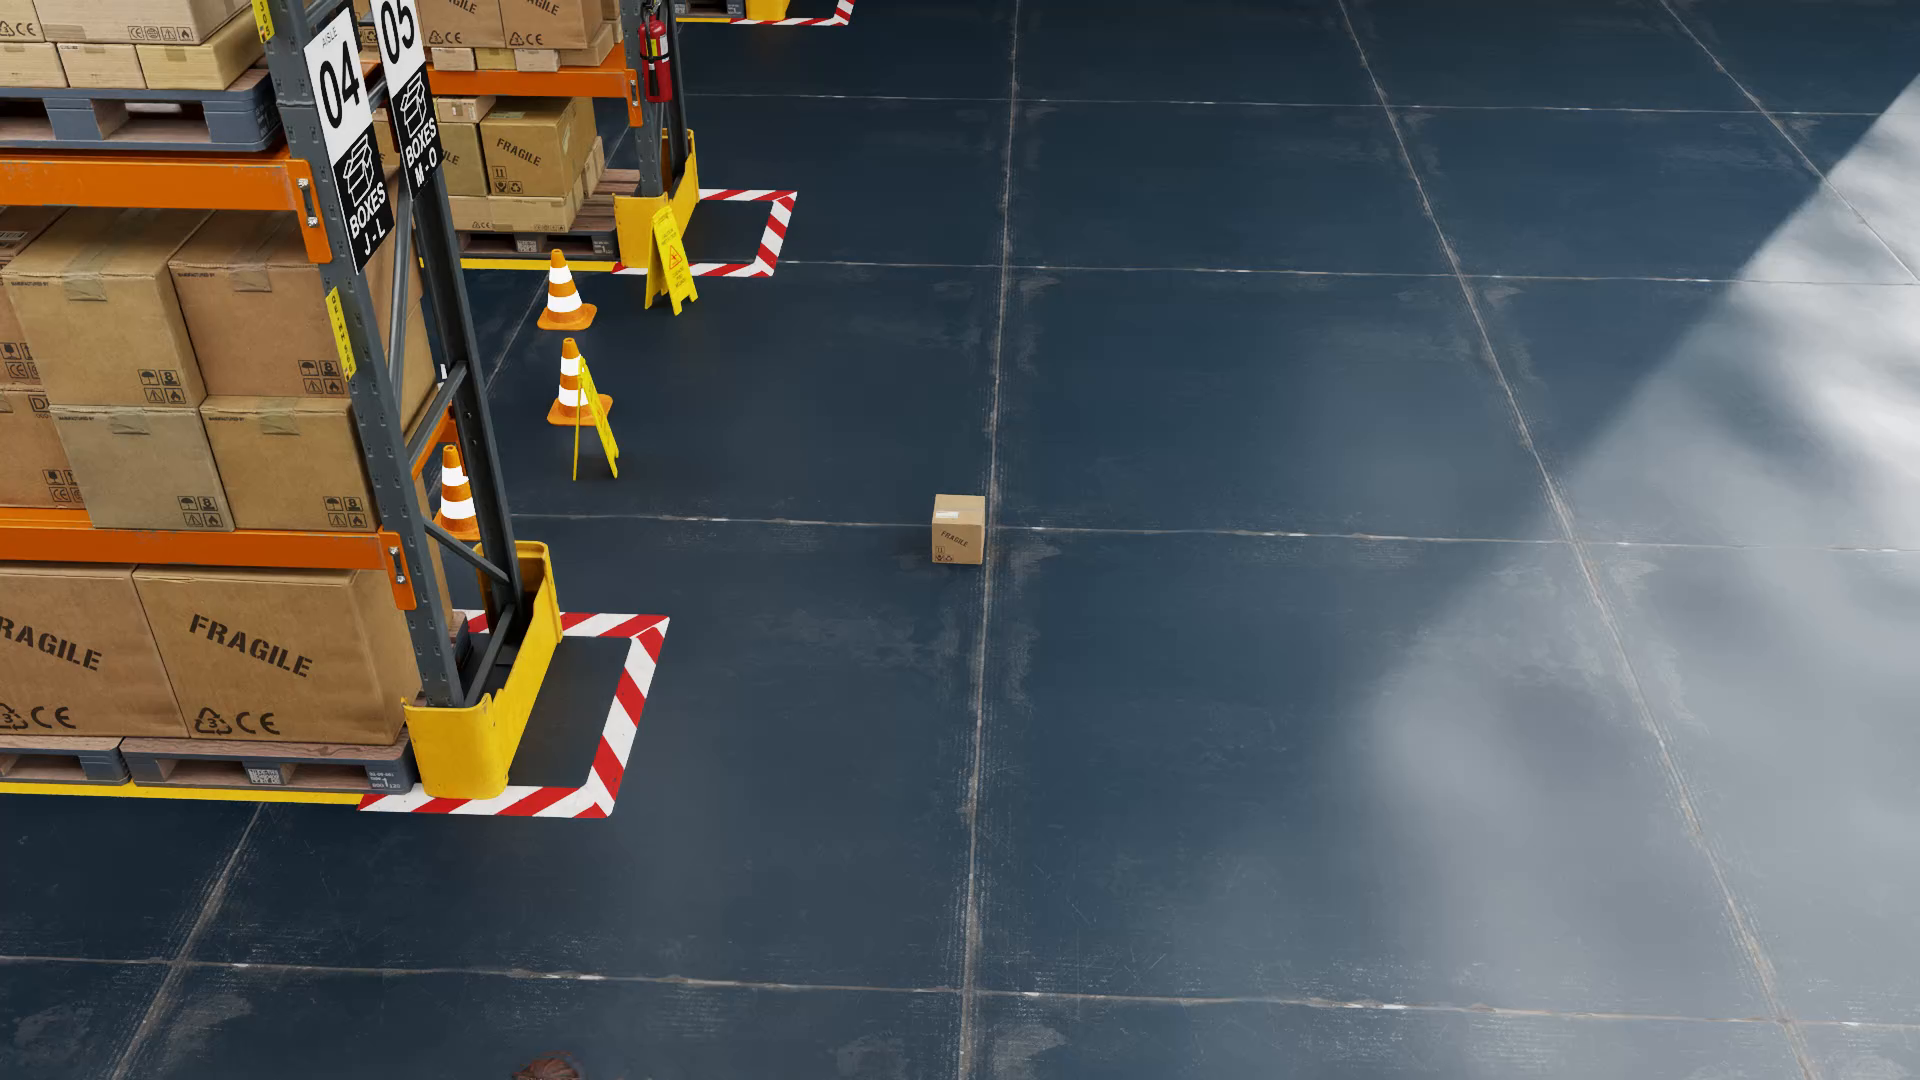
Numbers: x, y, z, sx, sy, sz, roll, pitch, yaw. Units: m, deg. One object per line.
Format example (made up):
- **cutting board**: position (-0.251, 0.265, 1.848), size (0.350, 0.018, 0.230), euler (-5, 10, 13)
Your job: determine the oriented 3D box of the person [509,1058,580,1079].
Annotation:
- **person**: position (-0.995, 1.941, 4.414), size (0.437, 1.639, 0.850), euler (6, 36, 9)
